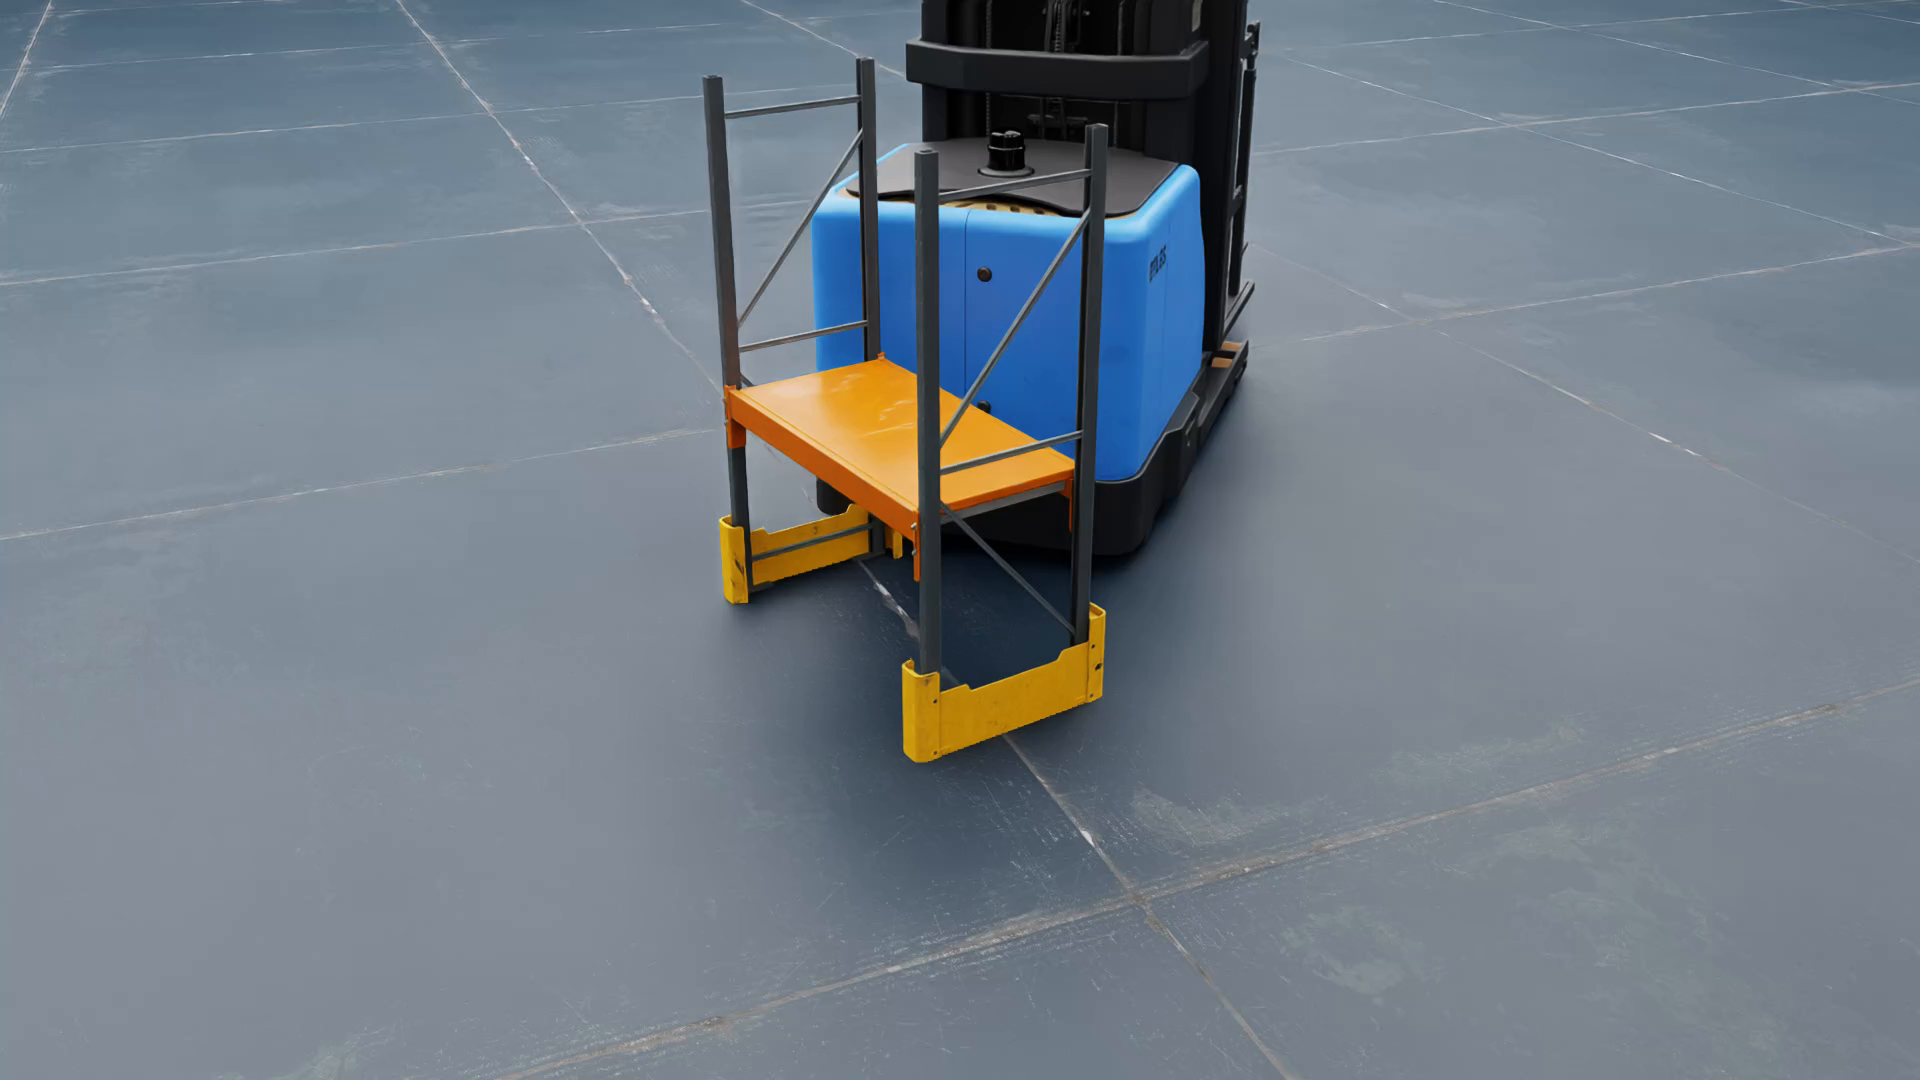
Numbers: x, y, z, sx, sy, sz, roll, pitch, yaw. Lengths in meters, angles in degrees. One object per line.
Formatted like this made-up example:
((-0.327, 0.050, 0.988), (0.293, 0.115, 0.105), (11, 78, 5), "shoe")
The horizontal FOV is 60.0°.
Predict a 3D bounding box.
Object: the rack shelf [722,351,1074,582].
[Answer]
((-0.164, -0.226, 4.414), (0.538, 0.185, 1.000), (-16, 30, -30), "rack shelf")

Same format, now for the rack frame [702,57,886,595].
((-0.447, -0.573, 4.715), (0.500, 1.500, 0.032), (-16, 30, -30), "rack frame")

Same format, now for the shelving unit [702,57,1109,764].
((-0.159, -0.385, 4.329), (0.587, 1.500, 1.083), (-16, 30, -30), "shelving unit")

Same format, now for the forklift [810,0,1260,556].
((0.494, -1.895, 5.790), (1.130, 2.935, 3.031), (8, 27, 17), "forklift")

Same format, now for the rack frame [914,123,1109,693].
((0.119, -0.203, 3.956), (0.500, 1.500, 0.032), (-16, 30, -30), "rack frame")

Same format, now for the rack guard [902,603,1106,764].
((0.118, 0.358, 4.231), (0.587, 0.250, 0.087), (-16, 30, -30), "rack guard")

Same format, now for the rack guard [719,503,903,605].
((-0.436, -0.005, 4.975), (0.587, 0.250, 0.087), (-16, 30, -30), "rack guard")
